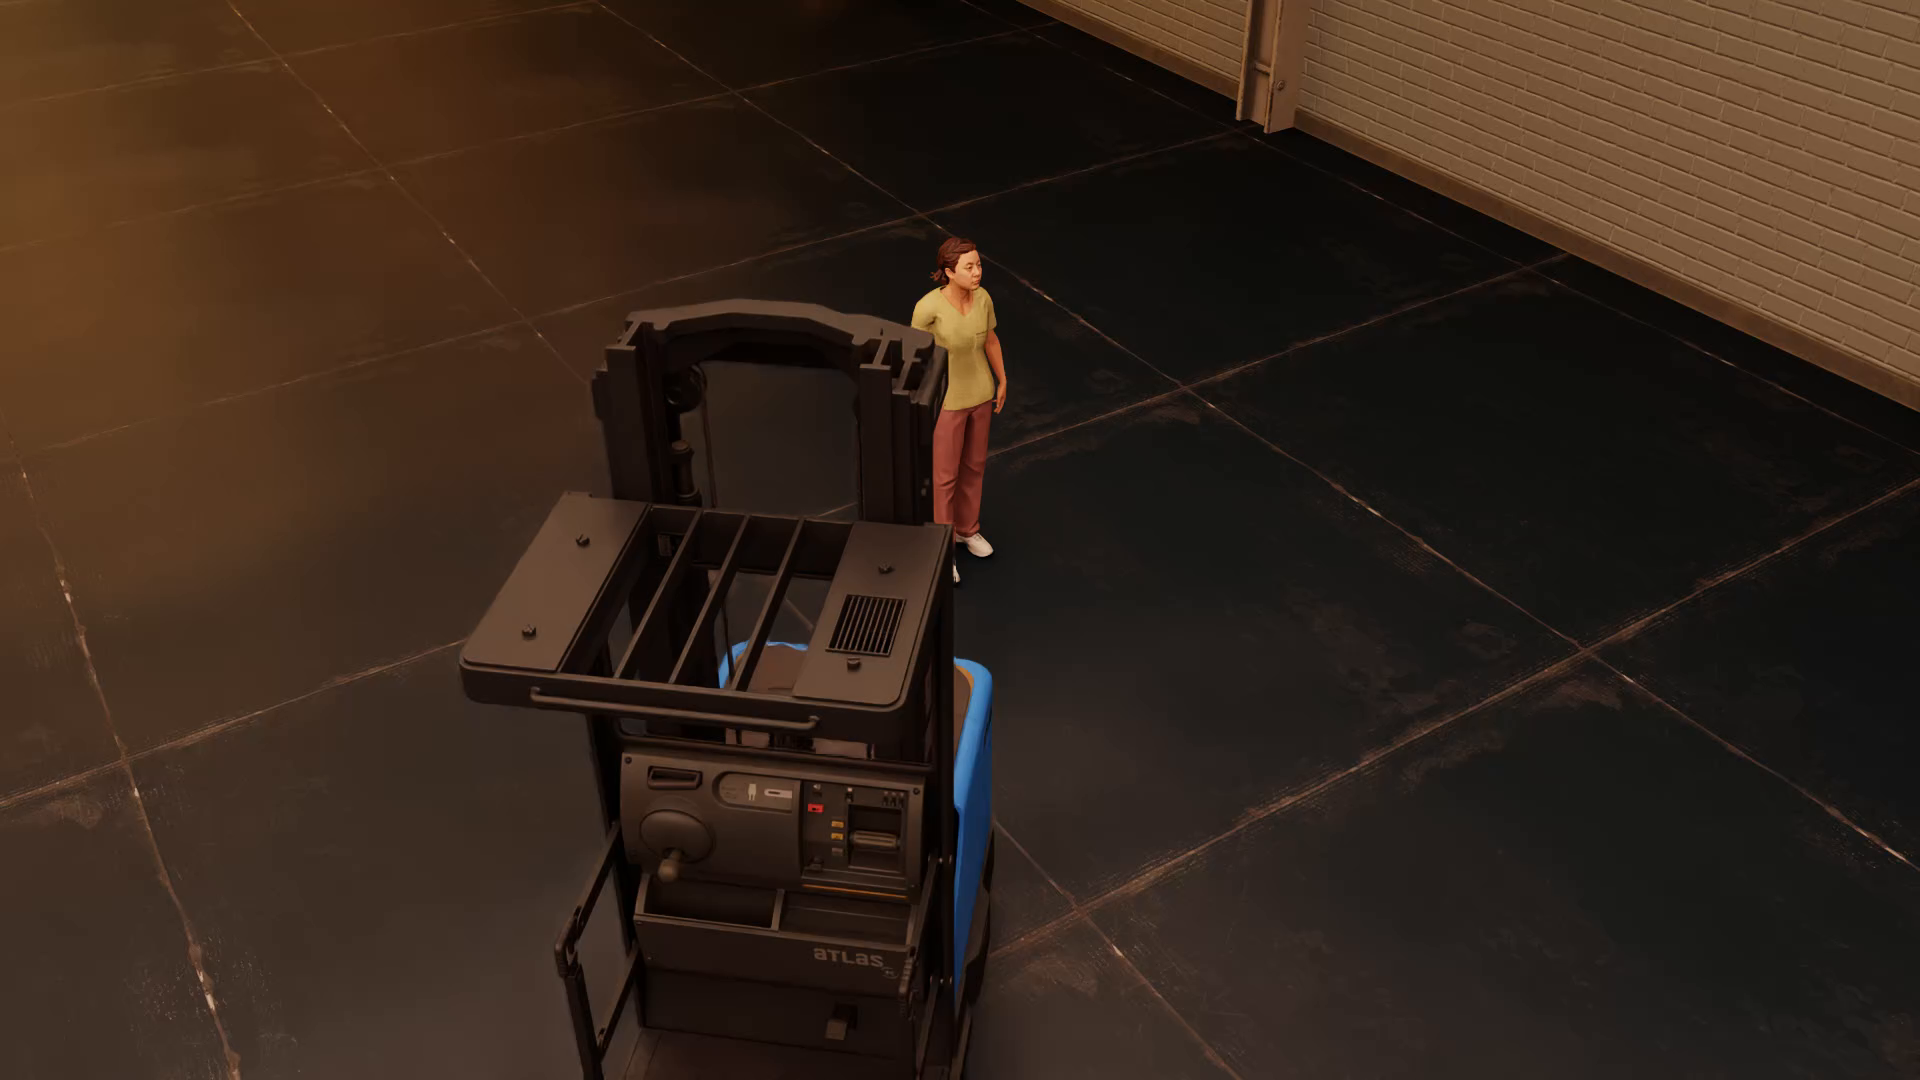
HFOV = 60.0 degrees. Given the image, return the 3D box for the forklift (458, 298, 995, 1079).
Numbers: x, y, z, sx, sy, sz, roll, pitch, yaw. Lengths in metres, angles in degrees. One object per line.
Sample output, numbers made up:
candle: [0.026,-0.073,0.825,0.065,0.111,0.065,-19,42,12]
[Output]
forklift: [-0.599,0.924,4.832,1.130,2.935,3.031,5,35,7]

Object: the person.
person: [0.031,-0.653,8.156,0.555,1.675,0.549,-21,40,-27]
